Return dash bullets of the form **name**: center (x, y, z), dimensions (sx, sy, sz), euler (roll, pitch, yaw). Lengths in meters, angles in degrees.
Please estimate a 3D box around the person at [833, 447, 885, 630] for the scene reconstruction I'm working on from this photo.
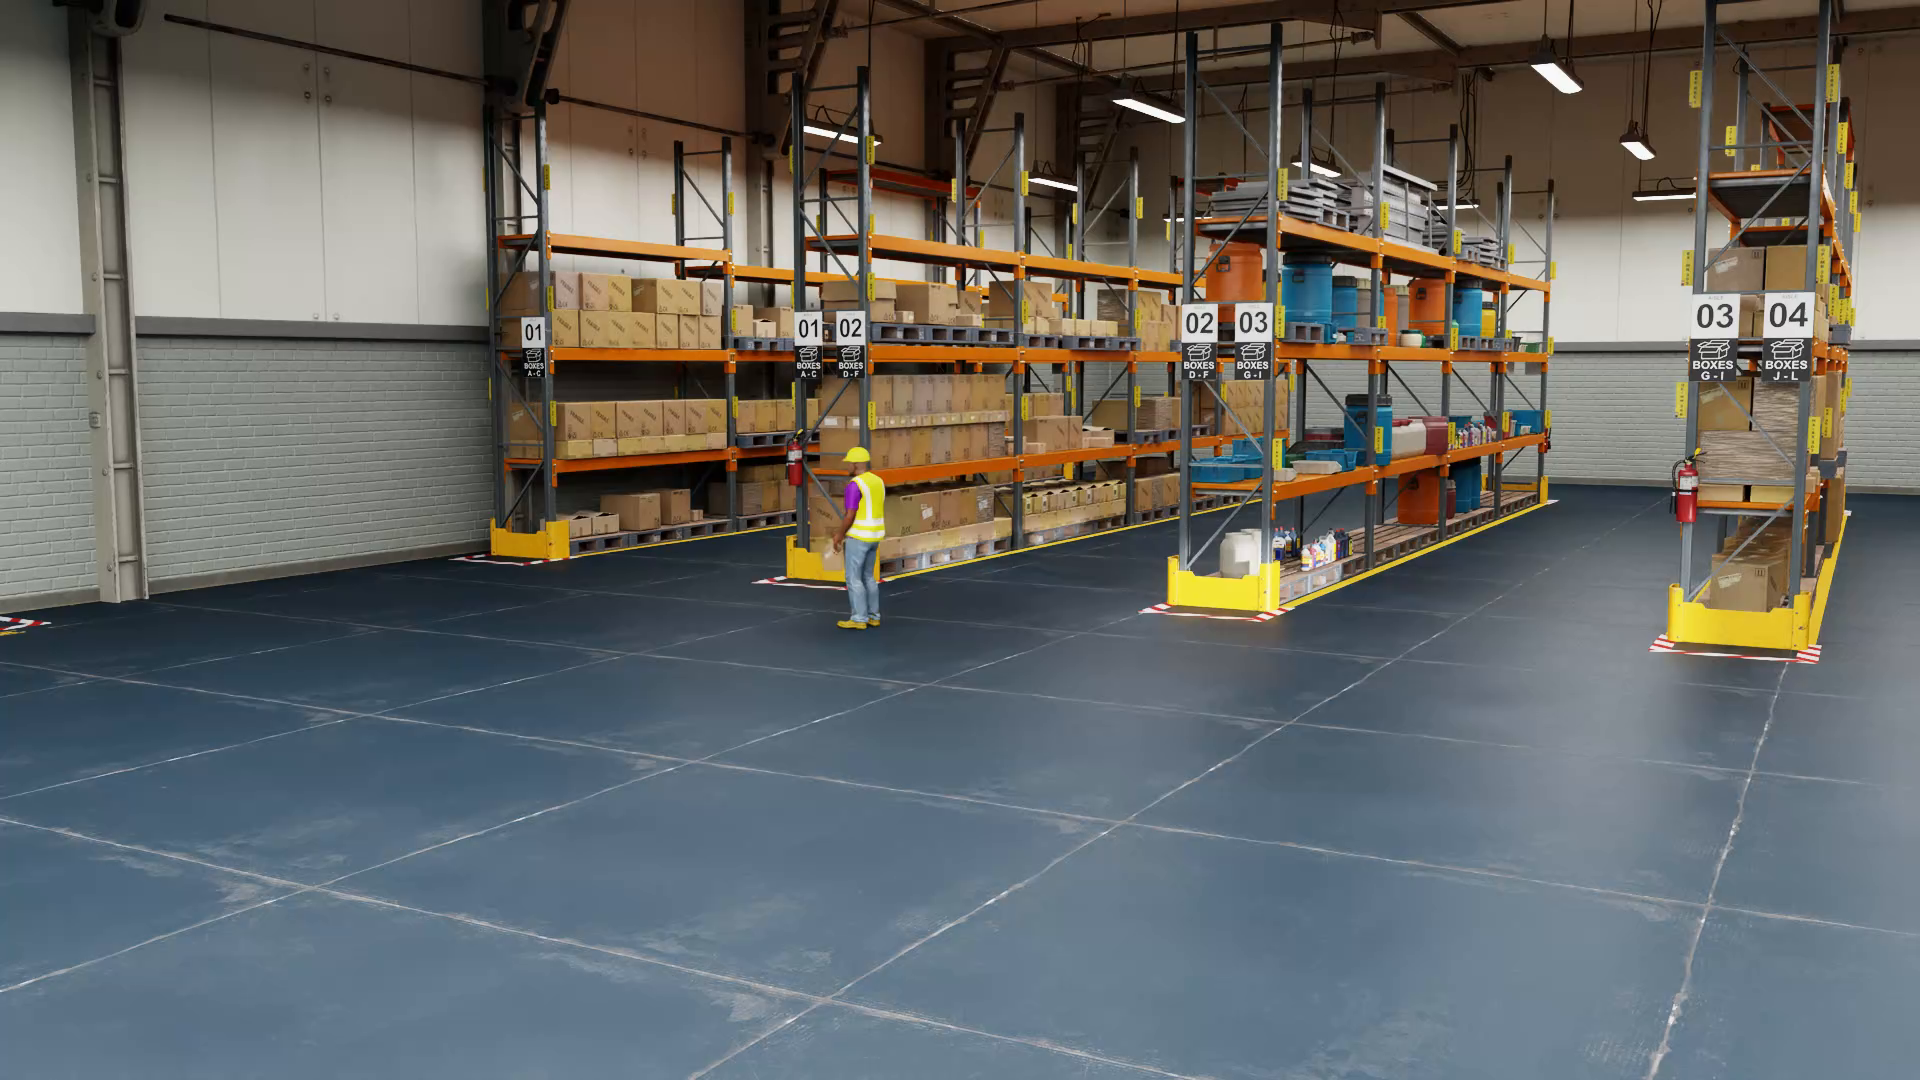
- **person**: center (-0.969, -0.023, 16.252), dimensions (0.434, 1.767, 0.580), euler (3, 7, 27)
